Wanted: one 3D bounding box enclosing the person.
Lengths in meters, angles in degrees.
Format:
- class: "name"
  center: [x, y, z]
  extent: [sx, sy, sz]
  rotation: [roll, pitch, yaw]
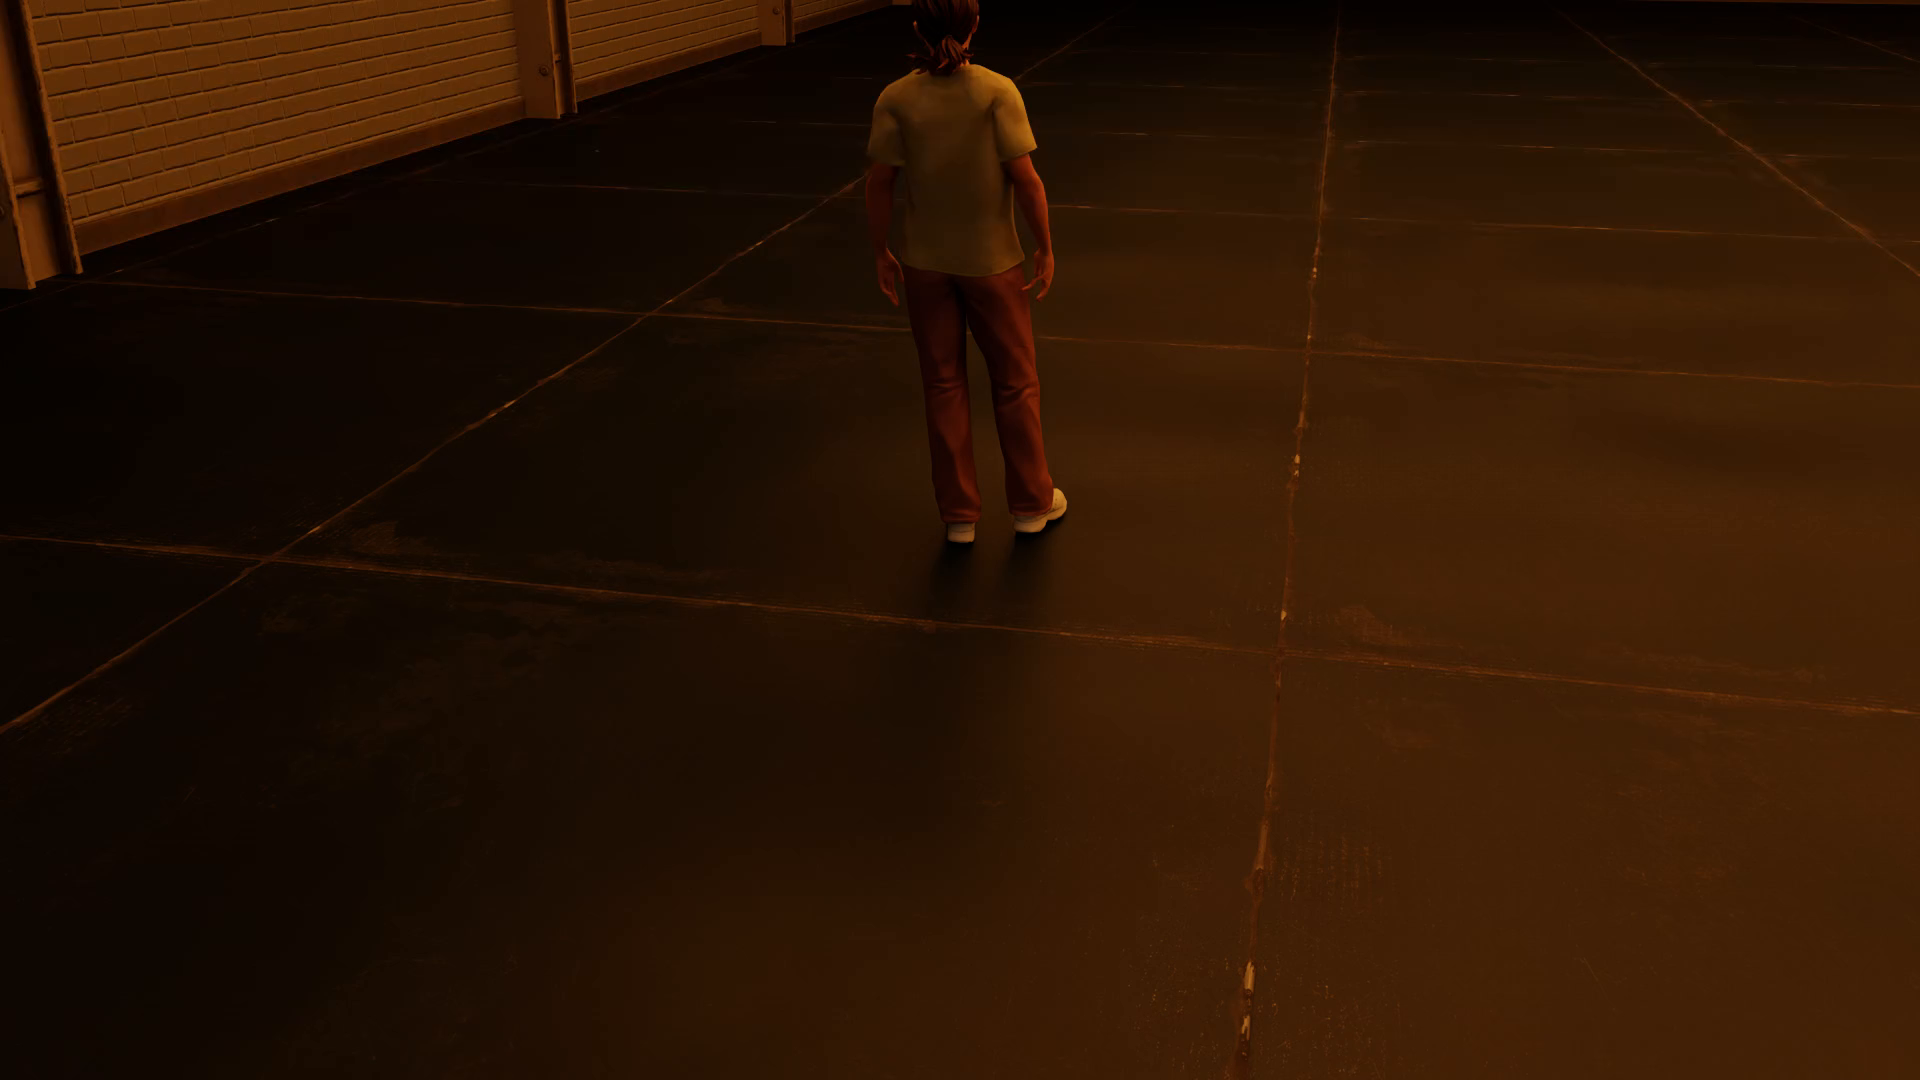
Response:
- class: "person"
  center: [0.013, -0.709, 4.889]
  extent: [0.521, 1.361, 0.395]
  rotation: [5, 23, 11]
